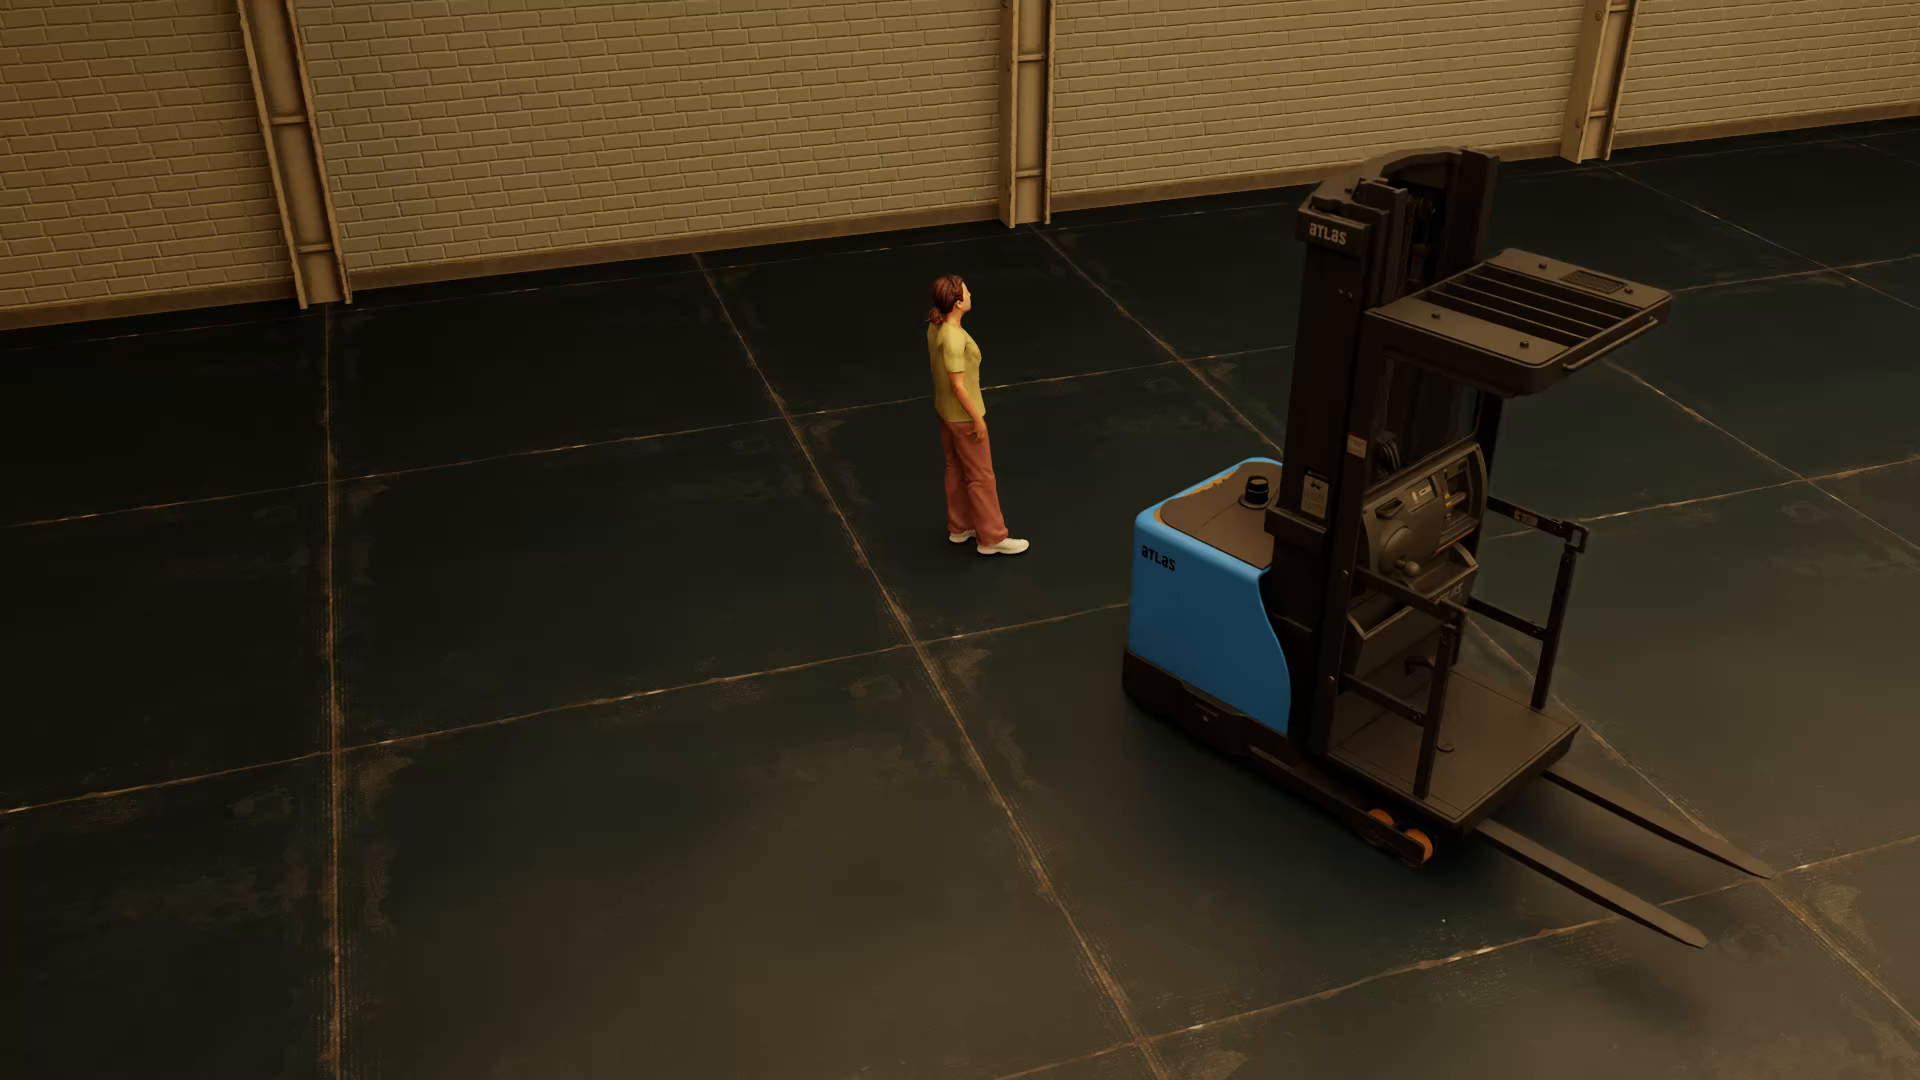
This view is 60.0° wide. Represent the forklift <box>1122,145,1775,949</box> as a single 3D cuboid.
[{"bbox_3d":[2.210,-0.093,7.248,1.130,2.935,3.031,-25,38,-36],"label":"forklift"}]

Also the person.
[{"bbox_3d":[0.073,-0.739,9.616,0.549,1.675,0.555,-10,31,-16],"label":"person"}]
